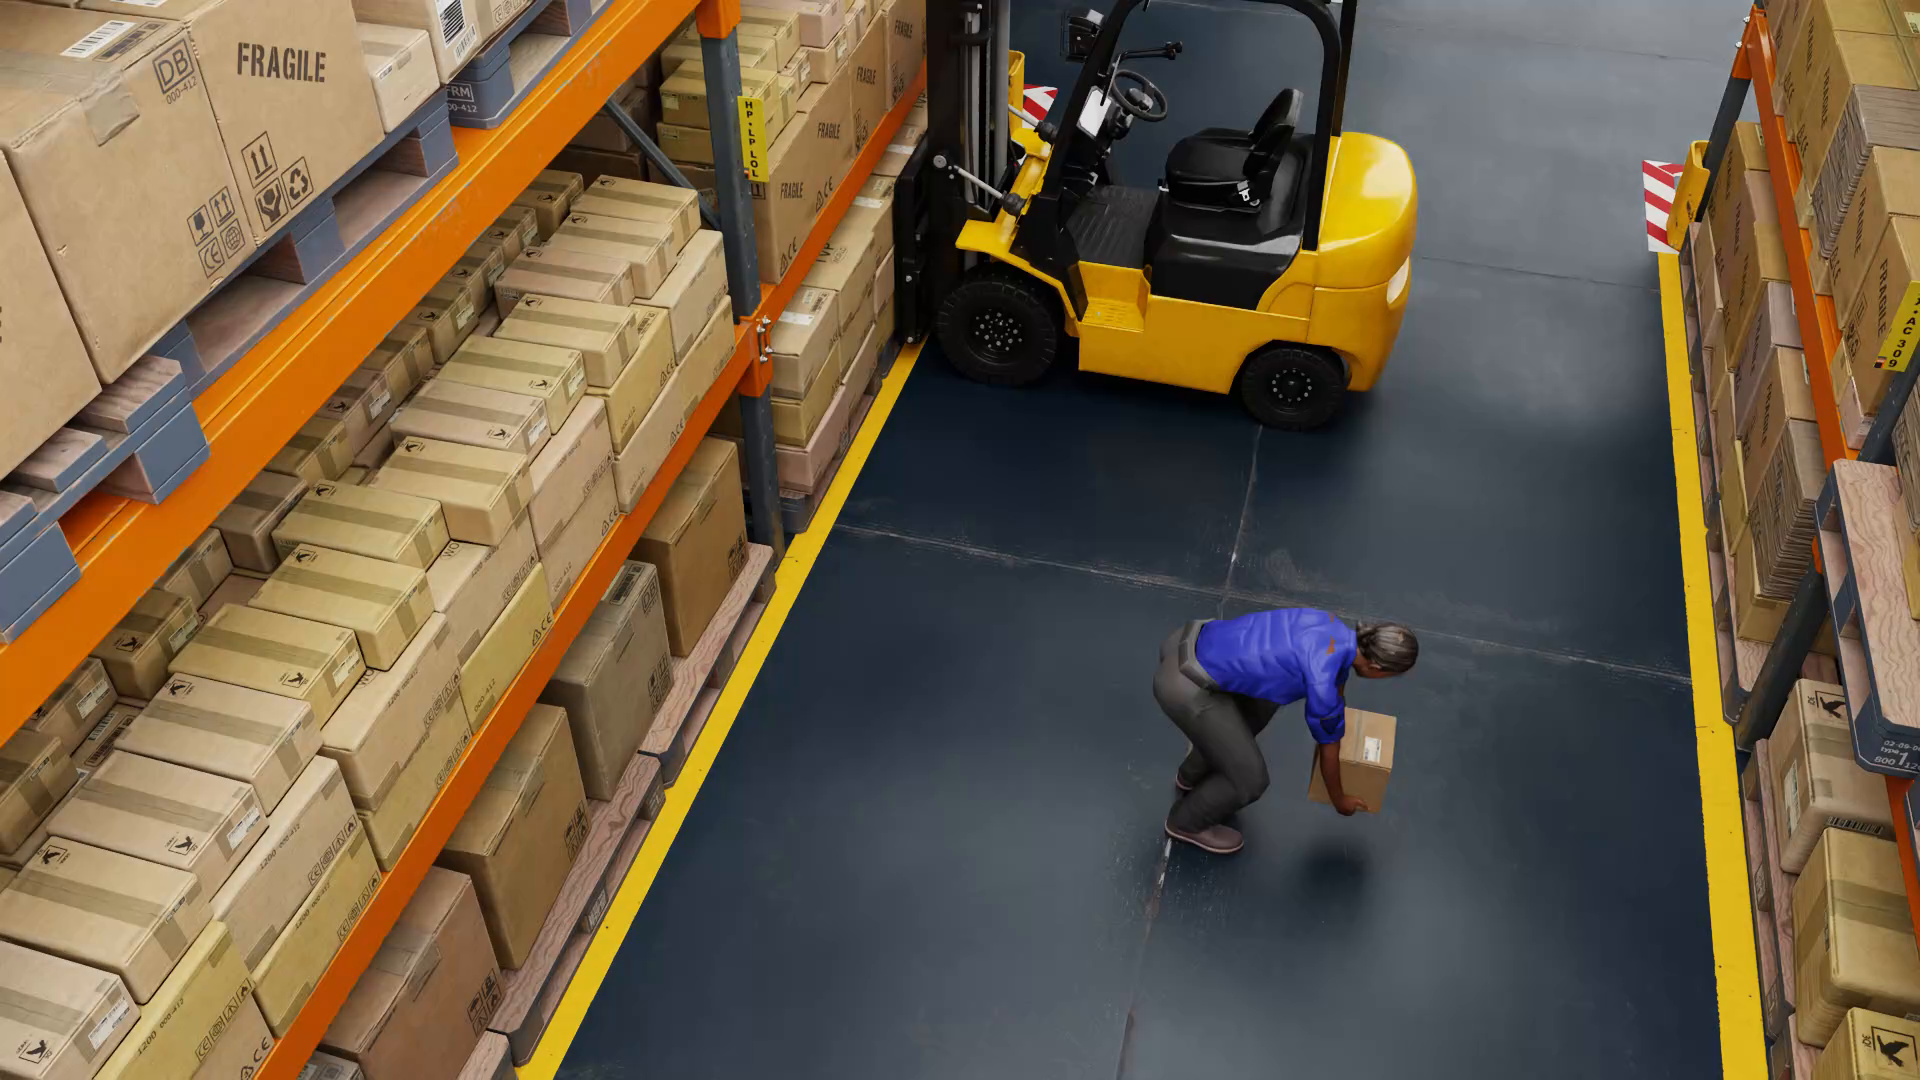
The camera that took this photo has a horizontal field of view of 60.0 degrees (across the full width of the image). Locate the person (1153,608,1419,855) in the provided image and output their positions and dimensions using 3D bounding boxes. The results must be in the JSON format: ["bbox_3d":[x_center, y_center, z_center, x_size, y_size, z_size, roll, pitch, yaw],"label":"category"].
[{"bbox_3d":[1.101,0.652,5.871,0.856,1.067,0.456,8,42,9],"label":"person"}]
